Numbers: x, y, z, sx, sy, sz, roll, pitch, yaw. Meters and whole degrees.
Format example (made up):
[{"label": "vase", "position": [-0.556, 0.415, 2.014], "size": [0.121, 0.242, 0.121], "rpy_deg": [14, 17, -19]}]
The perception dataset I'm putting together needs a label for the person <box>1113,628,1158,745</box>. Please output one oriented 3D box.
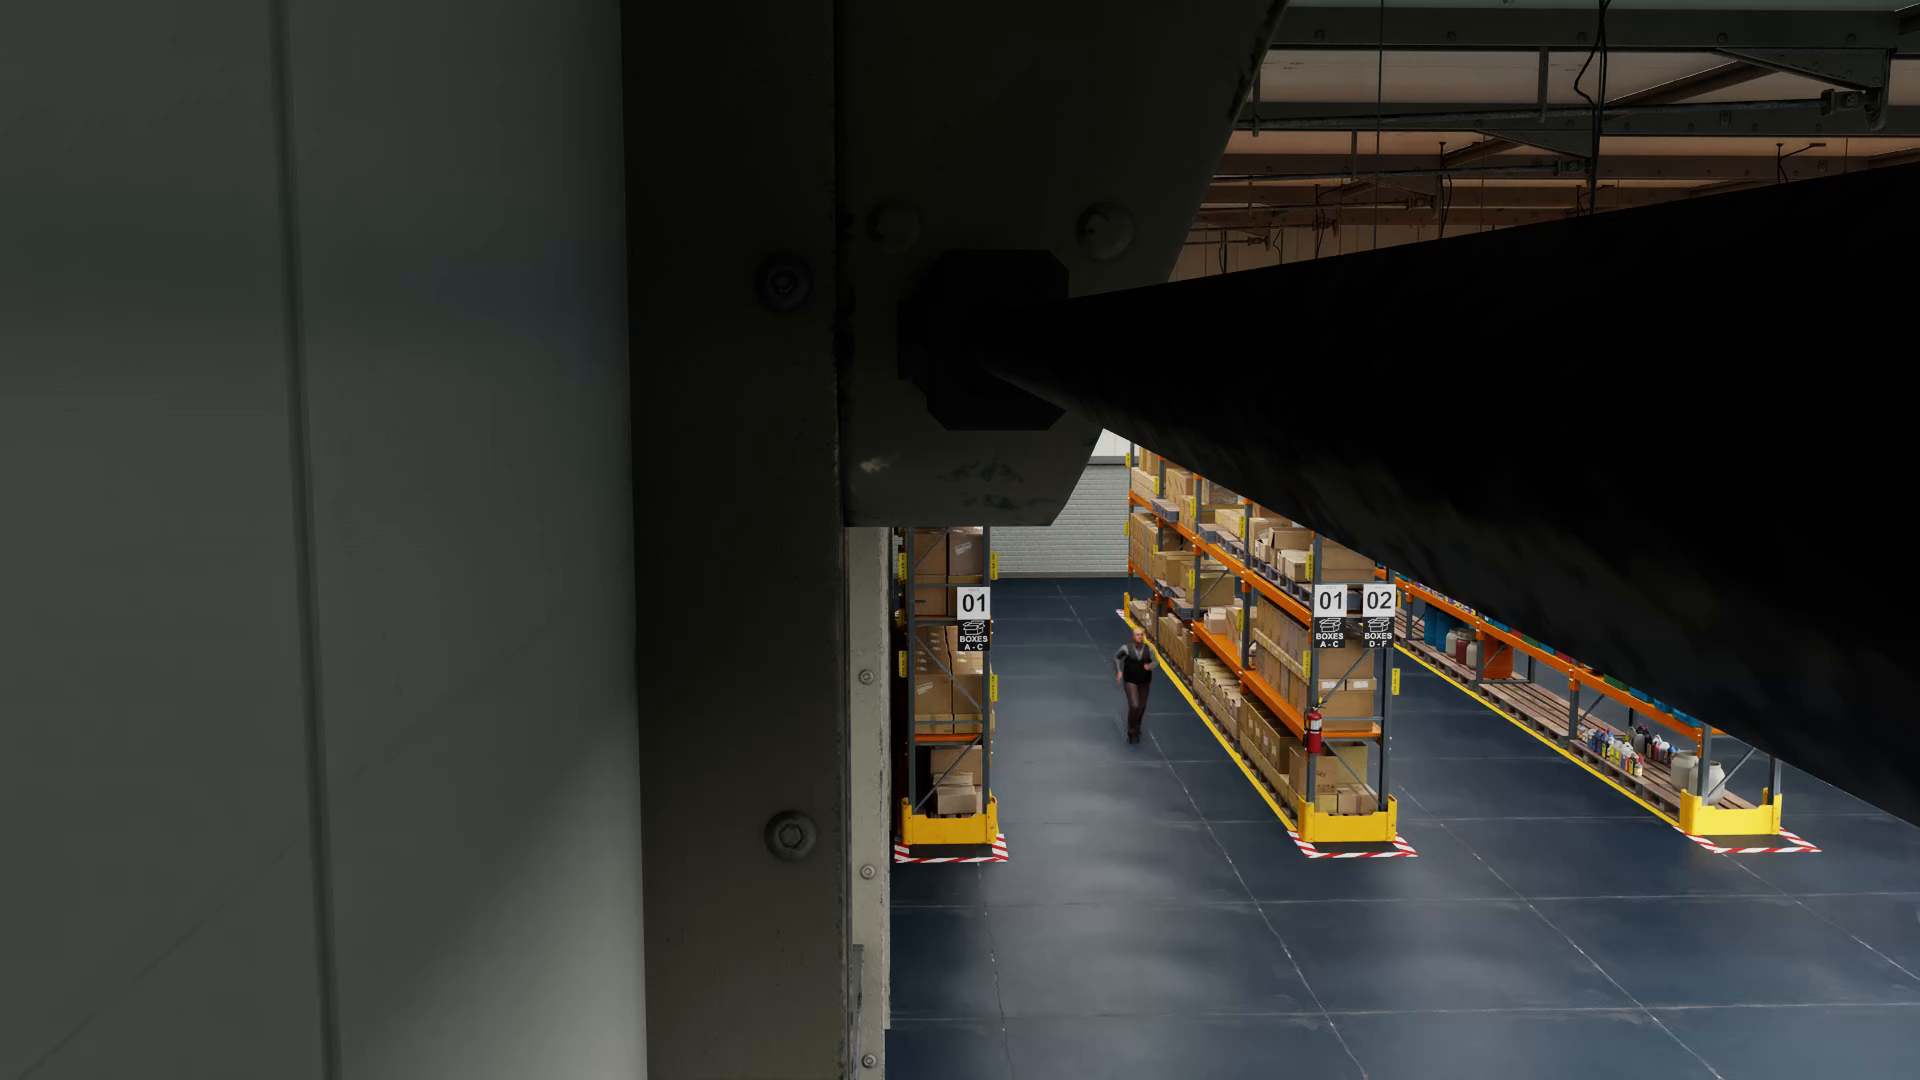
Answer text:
[{"label": "person", "position": [2.708, 2.231, 25.450], "size": [0.624, 1.780, 0.752], "rpy_deg": [-1, 7, -11]}]
